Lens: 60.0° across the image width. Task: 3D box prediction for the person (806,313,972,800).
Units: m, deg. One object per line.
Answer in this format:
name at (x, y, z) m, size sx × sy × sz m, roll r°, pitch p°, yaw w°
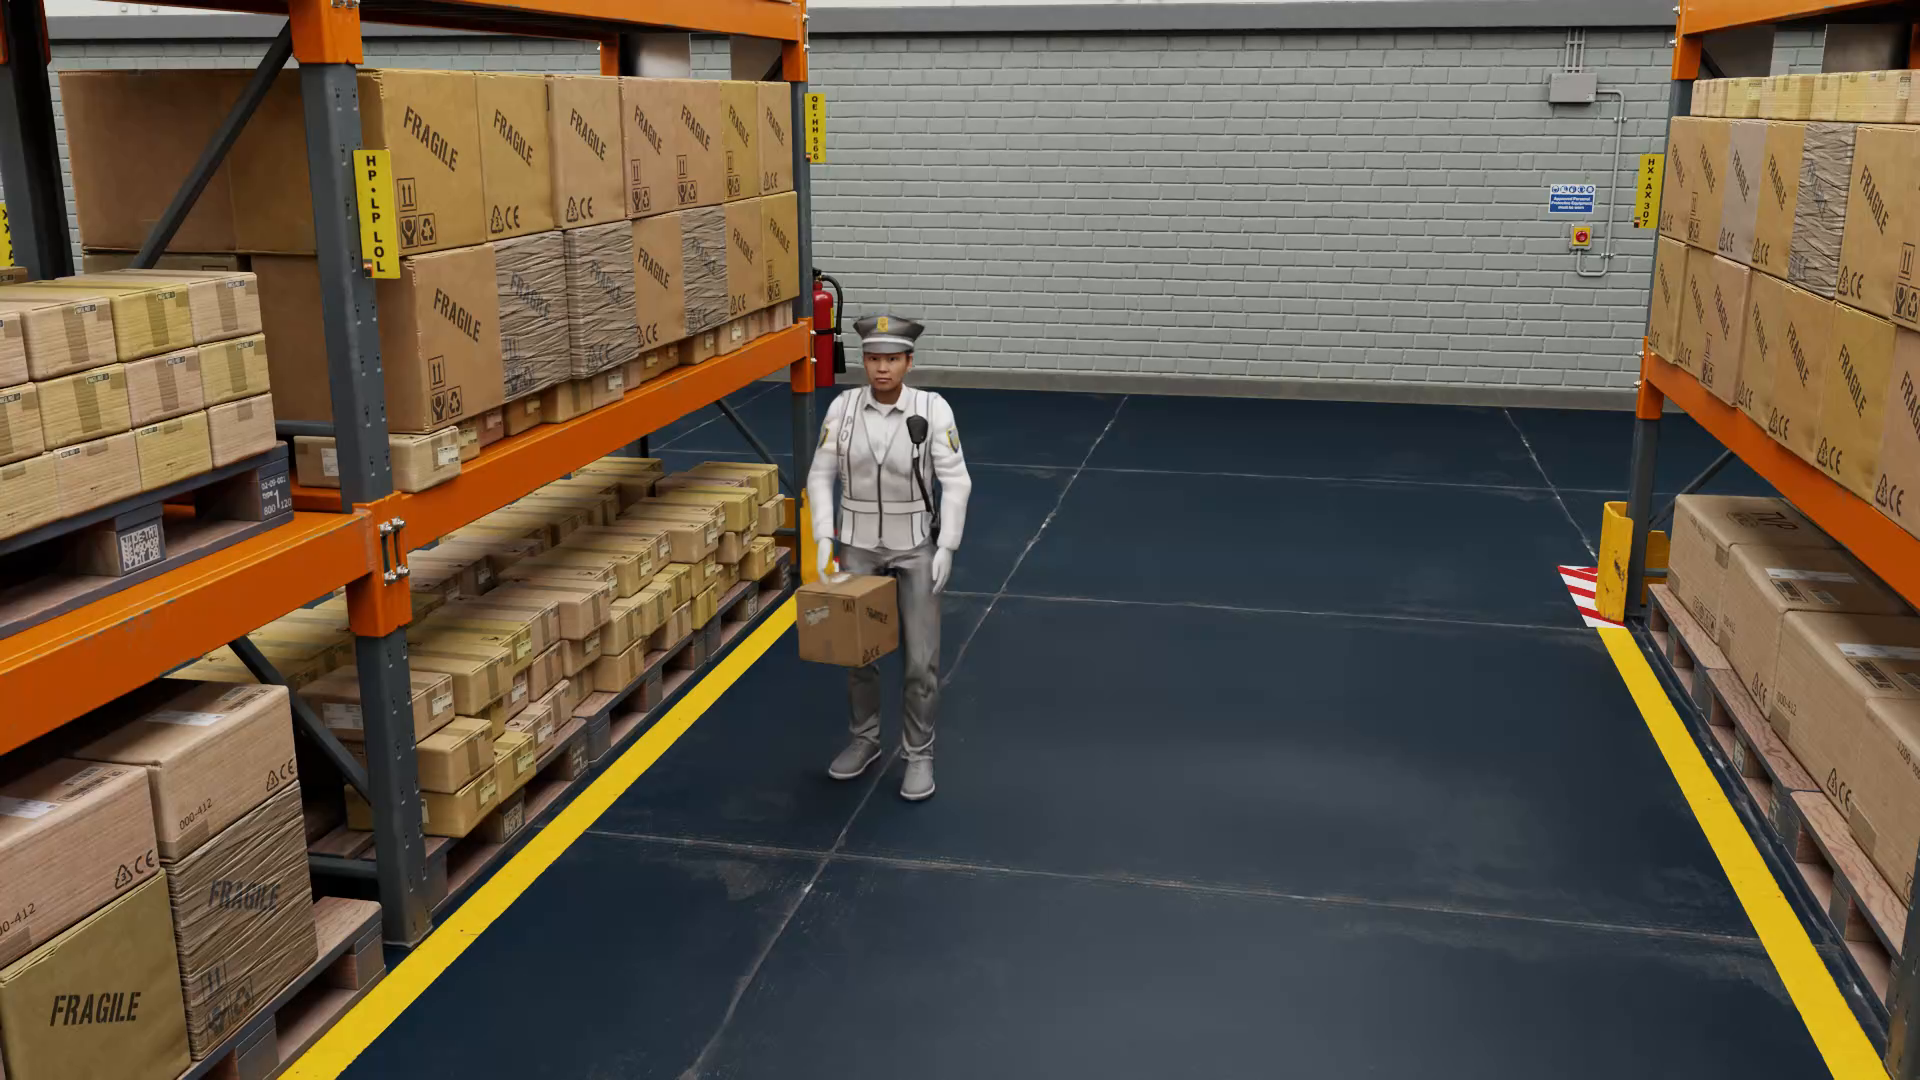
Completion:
person at (-0.255, 0.049, 5.785) m, size 0.572 × 1.685 × 0.442 m, roll 3°, pitch 15°, yaw 10°
